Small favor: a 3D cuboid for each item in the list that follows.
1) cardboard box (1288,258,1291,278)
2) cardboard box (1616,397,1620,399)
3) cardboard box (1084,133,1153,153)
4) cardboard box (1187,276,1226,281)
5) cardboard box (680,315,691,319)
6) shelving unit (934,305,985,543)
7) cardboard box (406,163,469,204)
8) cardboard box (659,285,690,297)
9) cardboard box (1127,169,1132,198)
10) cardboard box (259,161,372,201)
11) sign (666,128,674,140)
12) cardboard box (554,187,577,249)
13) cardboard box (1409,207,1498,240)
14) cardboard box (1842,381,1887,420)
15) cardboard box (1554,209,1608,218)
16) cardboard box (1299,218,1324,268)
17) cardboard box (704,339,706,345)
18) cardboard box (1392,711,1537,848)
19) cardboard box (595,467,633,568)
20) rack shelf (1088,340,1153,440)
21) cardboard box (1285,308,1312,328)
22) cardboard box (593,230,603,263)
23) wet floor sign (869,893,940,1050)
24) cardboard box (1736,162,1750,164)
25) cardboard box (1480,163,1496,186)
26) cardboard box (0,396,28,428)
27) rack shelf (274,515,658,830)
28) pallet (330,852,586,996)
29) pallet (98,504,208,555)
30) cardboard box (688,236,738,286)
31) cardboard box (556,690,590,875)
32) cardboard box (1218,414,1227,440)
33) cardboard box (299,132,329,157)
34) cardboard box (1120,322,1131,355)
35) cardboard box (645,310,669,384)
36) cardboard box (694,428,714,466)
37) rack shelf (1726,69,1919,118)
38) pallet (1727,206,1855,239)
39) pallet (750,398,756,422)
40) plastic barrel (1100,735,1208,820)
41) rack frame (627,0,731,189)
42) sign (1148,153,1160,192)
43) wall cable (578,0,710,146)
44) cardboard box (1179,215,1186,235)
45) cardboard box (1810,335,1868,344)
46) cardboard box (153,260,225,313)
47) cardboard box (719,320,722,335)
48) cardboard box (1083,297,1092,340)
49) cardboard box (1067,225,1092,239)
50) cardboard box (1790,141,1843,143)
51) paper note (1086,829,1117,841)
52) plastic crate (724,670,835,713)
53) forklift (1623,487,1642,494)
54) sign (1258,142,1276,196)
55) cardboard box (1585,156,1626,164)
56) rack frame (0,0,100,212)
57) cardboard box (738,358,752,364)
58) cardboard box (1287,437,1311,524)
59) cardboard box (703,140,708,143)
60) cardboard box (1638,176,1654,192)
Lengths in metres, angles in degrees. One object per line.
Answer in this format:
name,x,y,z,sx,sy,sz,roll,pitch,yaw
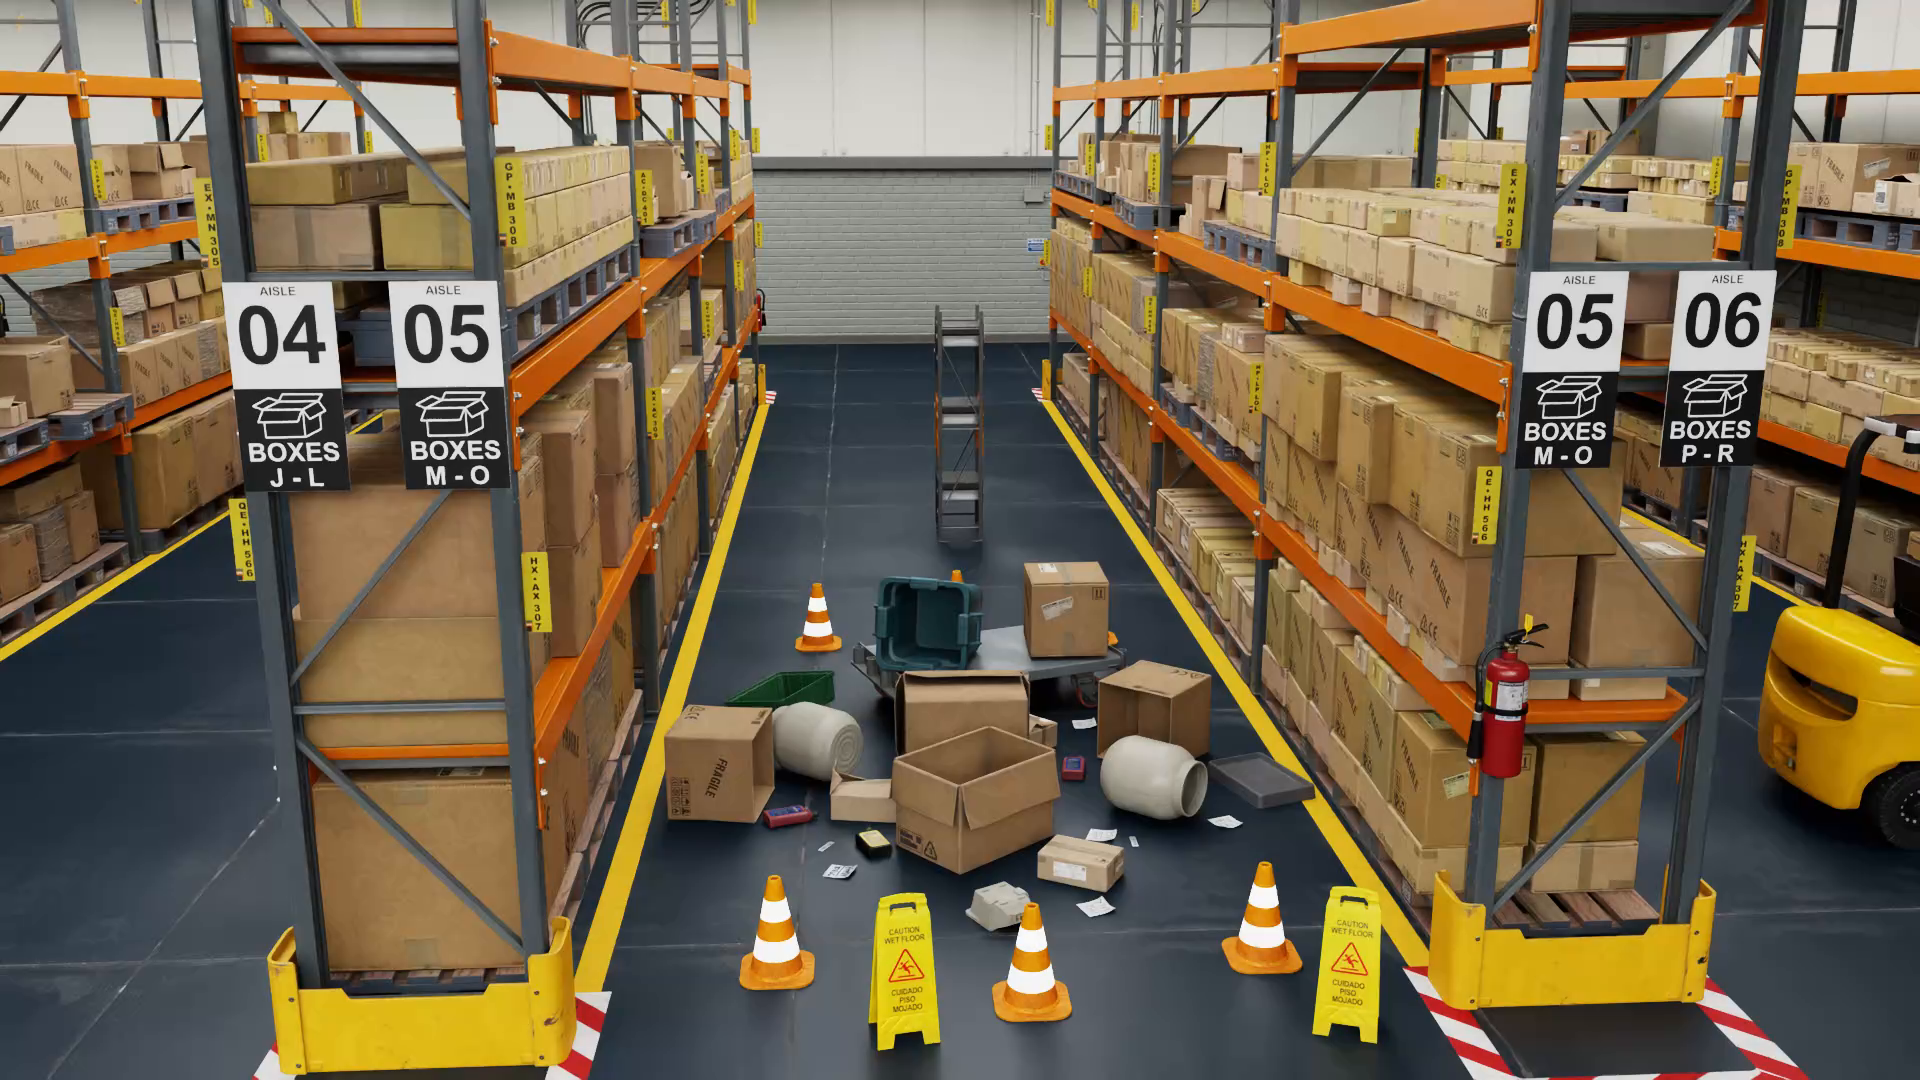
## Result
cardboard box,2.241,-1.675,10.224,0.380,0.149,0.250,-1,14,-4
cardboard box,6.814,-1.445,17.717,0.380,0.149,0.250,-1,14,-4
cardboard box,1.857,-4.505,19.469,0.797,0.503,0.637,0,14,1
cardboard box,2.394,-2.203,15.586,0.500,0.500,0.500,-1,14,-3
cardboard box,-2.595,-2.001,15.474,0.380,0.149,0.250,-1,15,-6
shelving unit,-0.010,-1.058,15.148,0.431,2.100,0.503,-1,14,-3
cardboard box,-1.921,-1.387,6.460,0.380,0.149,0.250,-1,14,-3
cardboard box,-3.273,-2.622,18.625,0.500,0.500,0.500,-1,14,-3
cardboard box,1.786,-3.349,15.653,0.396,0.266,0.258,-1,14,-5
cardboard box,-2.591,-1.439,6.665,0.380,0.149,0.250,-1,14,-3
sign,-3.751,-5.176,21.575,0.100,0.325,0.005,-1,14,-3
cardboard box,-2.056,-1.481,7.628,0.500,0.250,0.500,-1,14,-4
cardboard box,2.427,-1.546,8.124,0.380,0.149,0.250,-1,14,-5
cardboard box,7.072,-1.046,12.594,0.500,0.250,0.500,-1,14,-2
cardboard box,2.860,-1.489,7.902,0.380,0.149,0.250,-1,14,-4
cardboard box,2.264,-1.708,9.554,0.500,0.250,0.500,-1,14,-4
cardboard box,-2.612,-1.927,15.783,0.380,0.149,0.250,-1,14,-3
cardboard box,2.406,1.139,7.975,0.500,0.500,0.500,-1,14,-3
cardboard box,-2.374,-0.169,9.587,0.875,0.550,0.550,-1,14,-3
rack shelf,2.097,-1.570,16.775,1.077,0.370,4.000,-1,14,-3
cardboard box,2.604,-1.728,13.005,0.380,0.149,0.250,-2,15,-6
cardboard box,-2.043,-1.505,8.520,0.380,0.149,0.250,-1,14,-4
wet floor sign,-0.240,1.787,7.009,0.267,0.644,0.232,-3,15,-13
cardboard box,7.425,-3.436,15.469,0.380,0.149,0.250,-1,14,-4
cardboard box,6.584,-4.390,19.977,0.500,0.250,0.500,-1,14,-2
cardboard box,-7.297,-0.996,12.527,0.396,0.266,0.258,-1,14,-5
rack shelf,-2.342,0.521,8.648,1.077,0.370,4.000,-1,14,-3
pallet,-2.345,1.823,7.741,1.003,0.211,1.213,-1,14,-3
pallet,-7.644,-0.115,15.272,1.003,0.211,1.213,-1,14,-3
cardboard box,-2.746,-3.107,18.501,0.500,0.500,0.500,-1,14,-2
cardboard box,-2.382,1.110,8.339,0.875,0.875,0.875,-1,14,-4
cardboard box,2.091,-0.824,12.095,0.380,0.149,0.250,-1,14,-3
cardboard box,-8.166,-4.740,20.389,0.700,0.500,0.500,-1,14,-5
cardboard box,1.850,-1.961,16.151,0.500,0.250,0.500,-1,14,-5
cardboard box,-2.629,-1.487,12.802,0.700,0.500,0.500,-1,14,-4
cardboard box,-2.515,-0.850,15.205,0.500,0.250,0.500,-2,15,-6
rack shelf,7.299,-3.364,12.513,1.077,0.370,4.000,-1,14,-3
pallet,7.306,-2.692,14.053,1.213,0.211,1.003,0,14,-1
pallet,-3.189,-1.737,21.577,1.003,0.211,1.213,-1,14,-3
plastic barrel,1.077,1.326,9.246,0.512,0.421,0.421,10,18,35
rack frame,-2.961,-5.219,17.477,1.000,3.000,0.127,-1,14,-3
sign,1.666,-3.156,14.279,0.100,0.325,0.005,-1,14,-3
wall cable,-5.076,-9.180,26.415,2.277,5.999,0.120,-1,14,-3
cardboard box,2.071,-2.671,14.095,0.380,0.149,0.250,-1,14,-3
cardboard box,7.480,-1.654,14.158,0.380,0.149,0.250,-1,14,-3
cardboard box,-7.870,-2.638,17.270,0.797,0.503,0.637,-1,14,-5
cardboard box,-2.722,-2.235,17.580,0.380,0.149,0.250,-1,14,-3
cardboard box,1.689,-2.575,19.039,0.500,0.500,0.500,-1,14,-3
cardboard box,1.525,-3.778,20.406,0.380,0.149,0.250,-1,14,-5
cardboard box,6.976,-3.067,13.888,0.500,0.500,0.500,-1,14,-3
paper note,0.768,1.594,9.015,0.148,0.019,0.142,4,15,16
plastic crate,-1.147,1.032,10.745,0.450,0.188,0.662,-4,11,28
forklift,5.448,-1.773,16.257,3.031,2.935,1.130,0,14,-2
sign,1.915,-2.310,10.362,0.100,0.325,0.005,-1,14,-3
cardboard box,6.685,-3.884,17.169,0.380,0.149,0.250,-1,14,-3
rack frame,-7.670,-4.173,13.410,1.000,3.000,0.127,-1,14,-3
cardboard box,-2.923,-2.292,21.823,0.380,0.149,0.250,-1,14,-3
cardboard box,2.272,-0.380,9.911,0.500,0.500,0.500,-1,14,-4
cardboard box,-3.416,-5.040,21.297,0.380,0.149,0.250,-1,14,-4
cardboard box,6.859,-3.476,16.223,0.380,0.149,0.250,0,14,-2
